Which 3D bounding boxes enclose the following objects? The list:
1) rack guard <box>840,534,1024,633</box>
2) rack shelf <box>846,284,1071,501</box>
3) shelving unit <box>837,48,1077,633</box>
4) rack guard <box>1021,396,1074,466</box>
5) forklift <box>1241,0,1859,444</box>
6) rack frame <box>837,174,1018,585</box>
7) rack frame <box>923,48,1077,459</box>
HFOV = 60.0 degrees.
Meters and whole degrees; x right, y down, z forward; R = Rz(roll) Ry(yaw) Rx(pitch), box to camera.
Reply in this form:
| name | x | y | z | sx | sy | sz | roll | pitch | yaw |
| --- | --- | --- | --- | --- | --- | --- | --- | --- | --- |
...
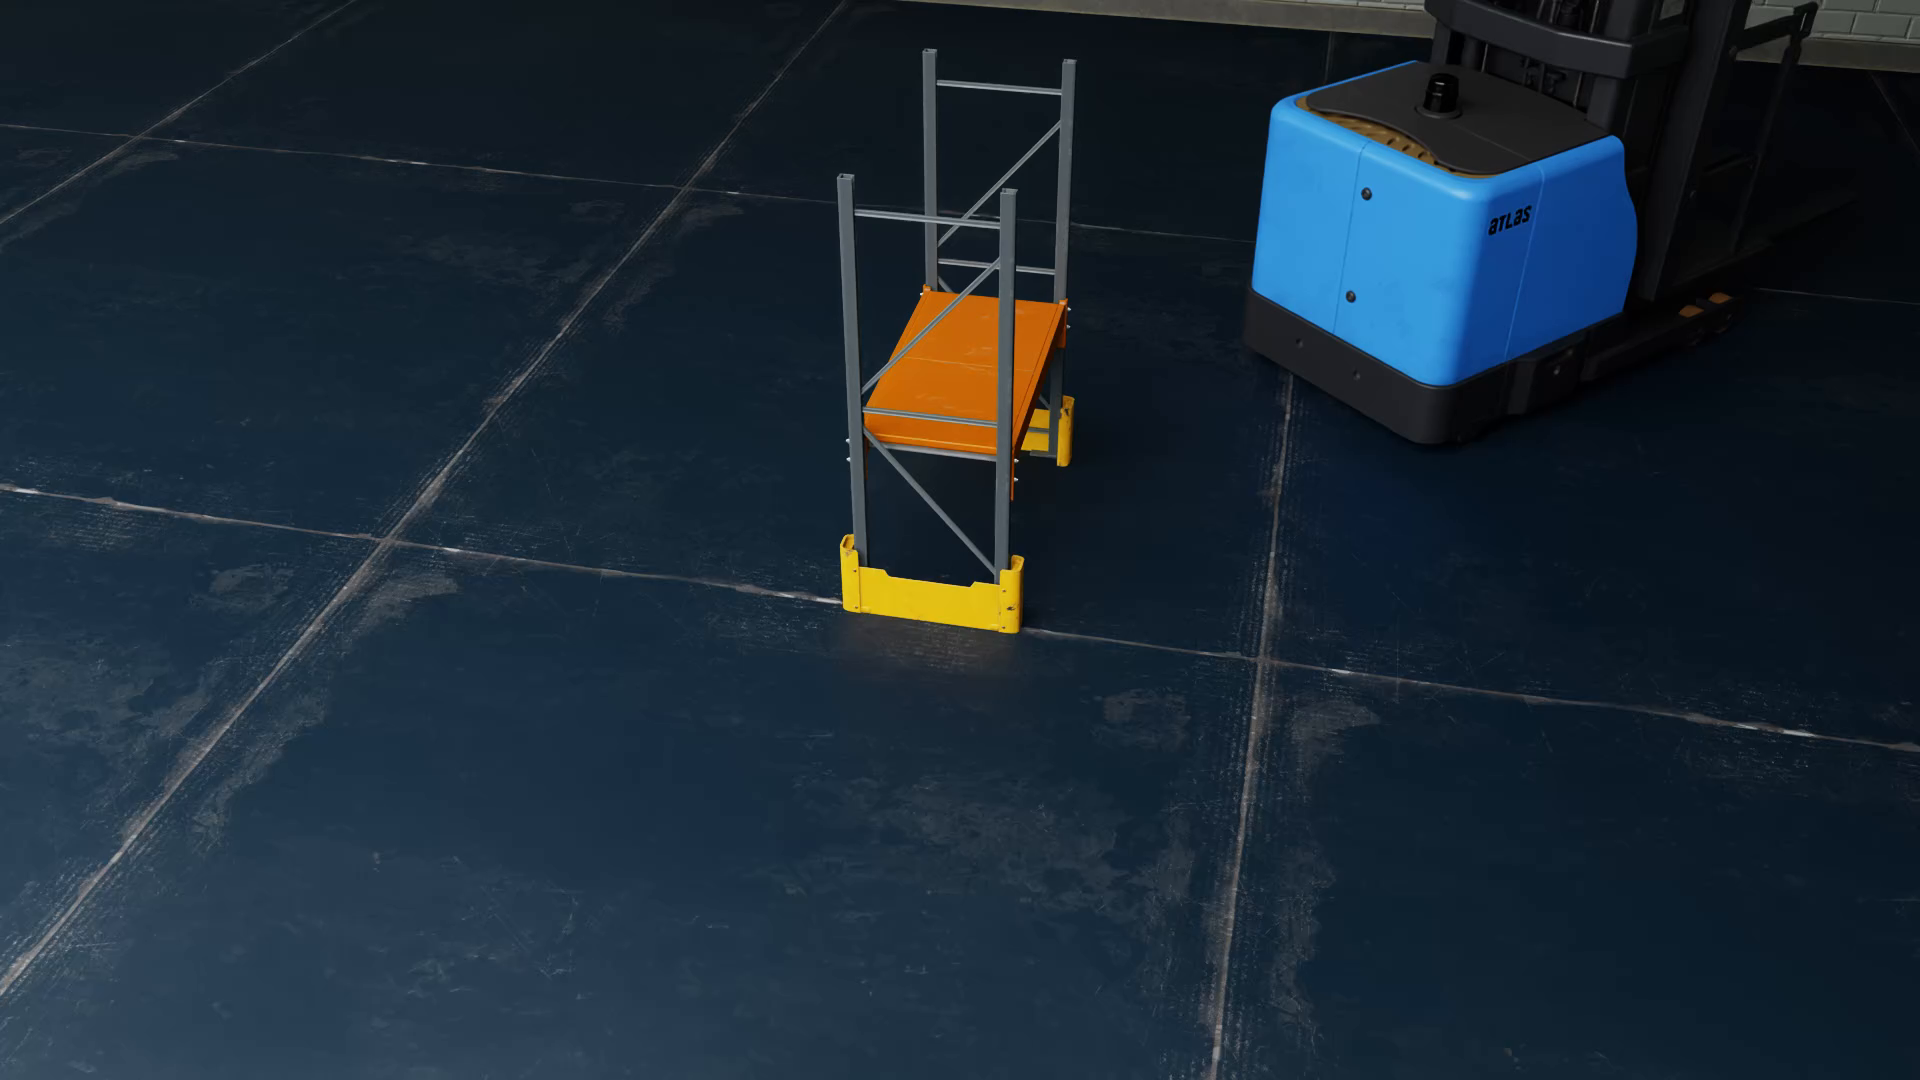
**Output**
| name | x | y | z | sx | sy | sz | roll | pitch | yaw |
| --- | --- | --- | --- | --- | --- | --- | --- | --- | --- |
| rack guard | -0.090 | 0.141 | 5.343 | 0.587 | 0.250 | 0.087 | 7 | 37 | 10 |
| rack shelf | 0.018 | -0.511 | 5.483 | 0.538 | 0.185 | 1.000 | 7 | 37 | 10 |
| shelving unit | 0.016 | -0.651 | 5.370 | 0.587 | 1.500 | 1.083 | 7 | 37 | 10 |
| rack guard | 0.123 | -0.430 | 6.131 | 0.587 | 0.250 | 0.087 | 7 | 37 | 10 |
| forklift | 2.642 | -2.217 | 6.311 | 3.031 | 2.935 | 1.130 | -22 | 42 | -28 |
| rack frame | -0.090 | -0.365 | 4.975 | 0.500 | 1.500 | 0.032 | 7 | 37 | 10 |
| rack frame | 0.127 | -0.948 | 5.779 | 0.500 | 1.500 | 0.032 | 7 | 37 | 10 |
